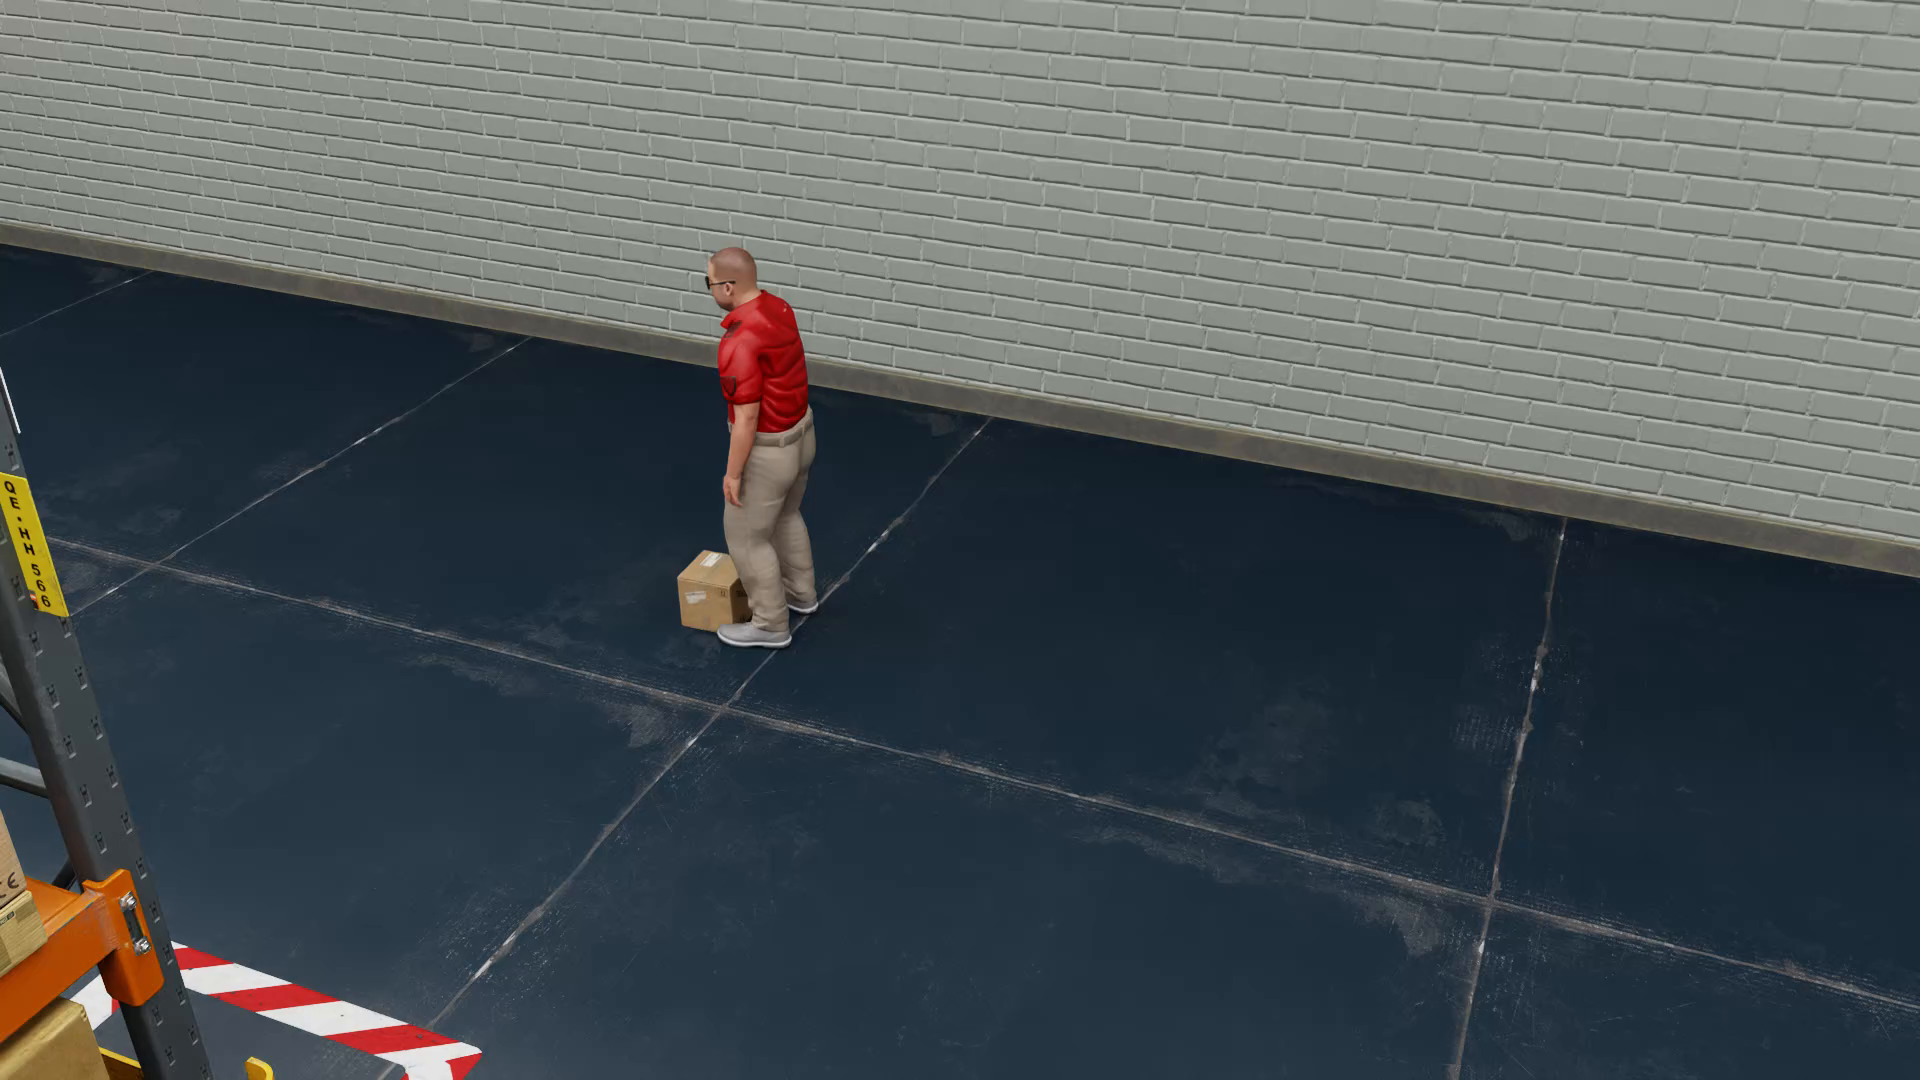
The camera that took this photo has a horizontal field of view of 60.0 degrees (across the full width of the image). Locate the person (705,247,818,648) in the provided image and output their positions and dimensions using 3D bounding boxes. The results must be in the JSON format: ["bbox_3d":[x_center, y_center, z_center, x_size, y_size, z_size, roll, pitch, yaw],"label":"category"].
[{"bbox_3d":[-0.810,-0.371,6.801,0.393,1.725,0.595,10,31,17],"label":"person"}]
